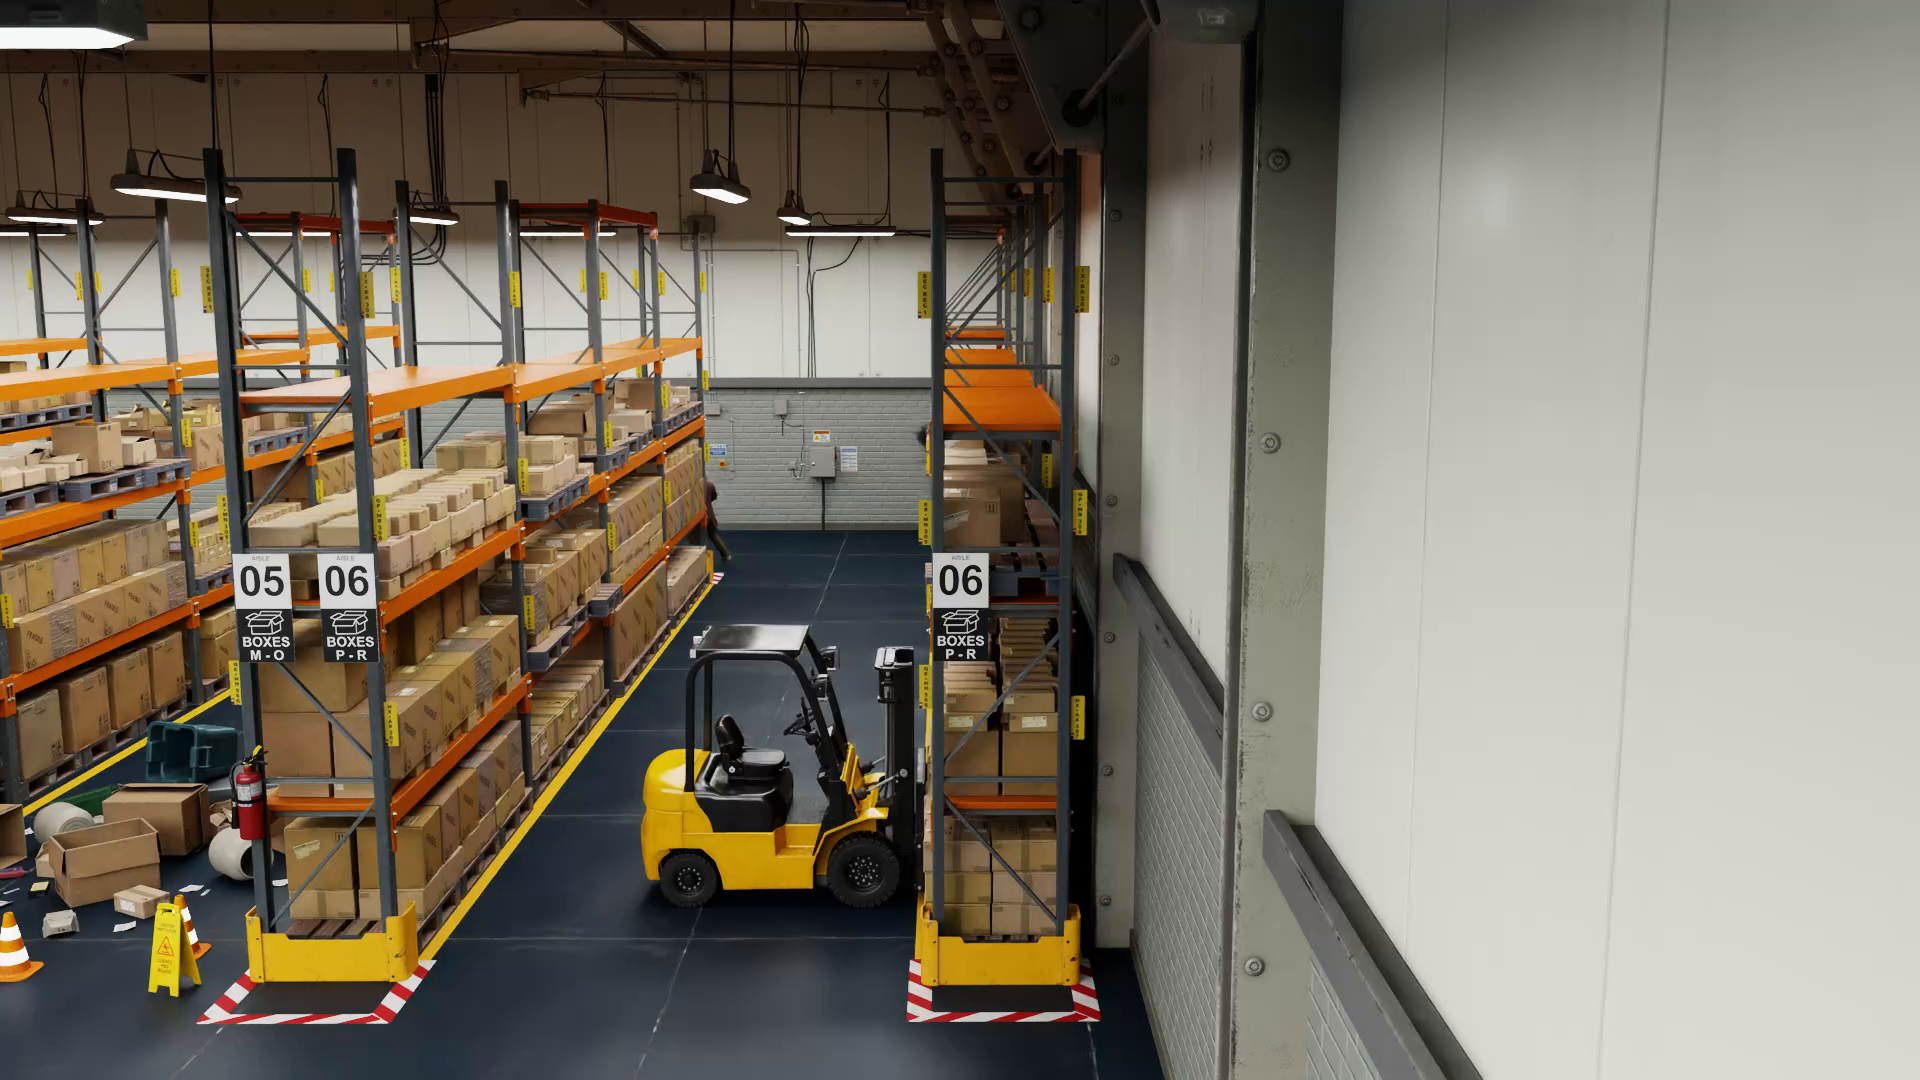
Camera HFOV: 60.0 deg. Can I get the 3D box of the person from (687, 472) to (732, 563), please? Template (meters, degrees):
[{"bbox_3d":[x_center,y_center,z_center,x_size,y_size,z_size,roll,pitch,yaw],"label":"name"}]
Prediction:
[{"bbox_3d":[-4.525,-0.369,29.286,0.858,1.805,0.765,5,10,29],"label":"person"}]
